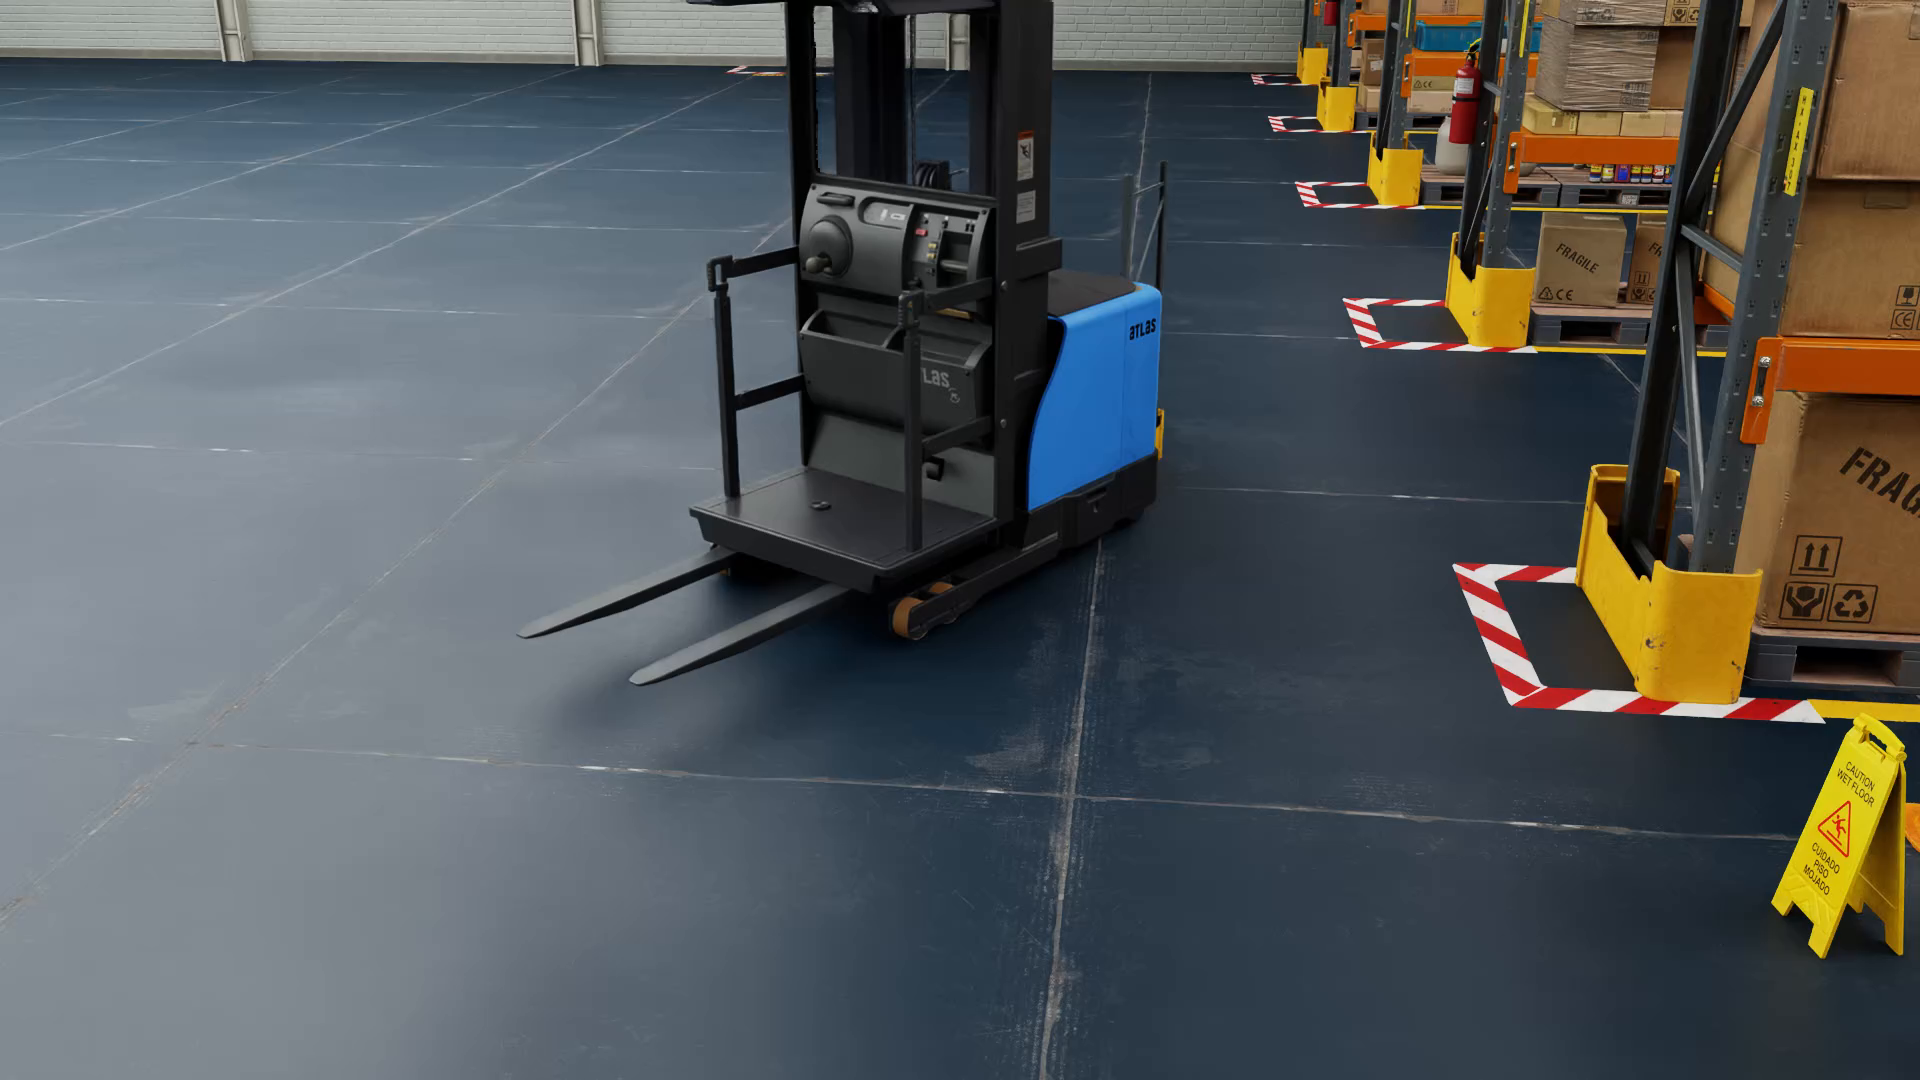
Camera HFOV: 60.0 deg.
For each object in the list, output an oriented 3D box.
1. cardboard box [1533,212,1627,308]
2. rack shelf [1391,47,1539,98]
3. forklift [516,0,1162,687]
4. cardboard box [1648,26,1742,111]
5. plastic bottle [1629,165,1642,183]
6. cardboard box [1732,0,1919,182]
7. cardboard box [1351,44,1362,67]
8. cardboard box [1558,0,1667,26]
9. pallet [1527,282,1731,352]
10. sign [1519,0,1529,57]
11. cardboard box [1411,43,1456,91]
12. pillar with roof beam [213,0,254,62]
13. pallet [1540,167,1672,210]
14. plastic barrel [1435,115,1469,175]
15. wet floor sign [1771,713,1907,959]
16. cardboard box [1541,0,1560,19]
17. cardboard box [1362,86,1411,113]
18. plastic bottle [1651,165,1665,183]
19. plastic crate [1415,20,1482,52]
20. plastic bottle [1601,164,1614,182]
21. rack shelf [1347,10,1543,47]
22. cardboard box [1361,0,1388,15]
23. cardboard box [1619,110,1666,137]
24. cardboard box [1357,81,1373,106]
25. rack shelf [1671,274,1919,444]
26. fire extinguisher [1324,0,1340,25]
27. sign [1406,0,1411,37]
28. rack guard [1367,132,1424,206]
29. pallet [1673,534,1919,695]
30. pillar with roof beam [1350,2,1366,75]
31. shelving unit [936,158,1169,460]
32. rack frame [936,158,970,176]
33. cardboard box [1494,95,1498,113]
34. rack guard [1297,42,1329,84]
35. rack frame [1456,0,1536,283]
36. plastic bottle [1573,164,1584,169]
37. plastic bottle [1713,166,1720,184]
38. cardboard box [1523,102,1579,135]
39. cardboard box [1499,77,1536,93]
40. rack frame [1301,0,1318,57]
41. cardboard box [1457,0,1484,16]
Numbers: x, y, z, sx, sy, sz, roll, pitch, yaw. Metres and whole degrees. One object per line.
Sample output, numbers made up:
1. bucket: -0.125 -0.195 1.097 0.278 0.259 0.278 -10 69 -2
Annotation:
1. cardboard box: 4.024 -1.829 10.815 0.500 0.500 0.500 7 23 16
2. rack shelf: 5.975 -4.216 15.004 4.000 0.370 1.077 2 22 6
3. forklift: -0.398 -1.179 6.434 1.130 2.935 3.031 16 27 35
4. cardboard box: 4.460 -3.002 10.414 0.500 0.500 0.875 2 22 6
5. plastic bottle: 6.093 -3.366 14.987 0.097 0.271 0.097 0 22 0
6. cardboard box: 3.086 -1.564 5.644 0.550 0.550 0.875 2 22 6
7. cardboard box: 5.831 -7.146 24.494 0.500 0.311 0.500 0 22 0
8. cardboard box: 3.920 -3.356 9.947 0.500 0.500 0.500 2 22 6
9. pallet: 4.284 -1.481 10.899 1.213 0.211 1.003 2 22 6
10. sign: 3.342 -3.034 9.856 0.005 0.325 0.100 2 22 6
11. cardboard box: 5.579 -5.586 19.638 0.500 0.500 0.500 2 22 6
12. pillar with roof beam: -12.430 -10.537 21.853 0.400 9.000 9.100 2 22 6
13. pallet: 6.084 -3.264 15.408 1.213 0.211 1.003 2 22 6
14. plastic barrel: 4.651 -3.675 15.469 0.421 0.512 0.421 0 22 0
15. wet floor sign: 2.460 0.794 4.554 0.232 0.644 0.267 -1 22 -3
16. cardboard box: 3.981 -3.545 10.427 0.500 0.500 0.500 2 22 6
17. cardboard box: 5.082 -5.258 19.828 0.500 0.250 0.500 2 22 6
18. plastic bottle: 6.291 -3.325 14.978 0.097 0.201 0.097 0 22 0
19. plastic crate: 4.521 -4.656 15.339 0.616 0.251 0.499 2 22 6
20. plastic bottle: 5.855 -3.344 15.026 0.097 0.201 0.097 0 22 0
21. rack shelf: 6.562 -6.025 19.578 4.000 0.370 1.077 2 22 6
22. cardboard box: 5.038 -6.467 19.583 0.500 0.500 0.700 3 22 6
23. cardboard box: 4.153 -2.579 10.225 0.250 0.149 0.380 2 22 6
24. cardboard box: 5.143 -5.447 20.307 0.500 0.250 0.500 2 22 6
25. rack shelf: 4.708 -0.602 5.860 4.000 0.370 1.077 2 22 6
26. fire extinguisher: 4.513 -6.585 20.120 0.183 0.674 0.296 2 22 6
27. sign: 3.920 -4.566 14.532 0.005 0.325 0.100 2 22 6
28. rack guard: 4.070 -3.489 15.585 0.348 0.500 1.175 2 22 6
29. pallet: 3.525 0.280 6.444 1.213 0.211 1.003 2 22 6
30. pillar with roof beam: 5.445 -9.758 19.883 0.400 9.000 9.100 2 22 6
31. shelving unit: 0.428 -1.121 8.233 1.083 1.500 0.587 11 24 26
32. rack frame: -0.031 -1.209 8.456 0.032 1.500 0.500 11 24 26
33. cardboard box: 6.075 -5.216 19.722 0.500 0.250 0.500 2 22 6
34. rack guard: 5.230 -7.089 24.691 0.348 0.500 1.175 2 22 6
35. rack frame: 3.406 -2.829 10.516 0.127 3.000 1.000 2 22 6
36. plastic bottle: 5.864 -3.621 15.728 0.097 0.201 0.097 0 22 0
37. plastic bottle: 6.776 -3.382 14.919 0.185 0.351 0.144 2 22 6
38. cardboard box: 3.661 -2.613 10.311 0.250 0.149 0.380 2 22 6
39. cardboard box: 6.571 -5.541 19.524 0.500 0.500 0.500 2 22 6
40. rack frame: 5.155 -8.255 24.239 0.127 3.000 1.000 2 22 6
41. cardboard box: 6.052 -6.423 19.470 0.500 0.500 0.700 3 22 7
